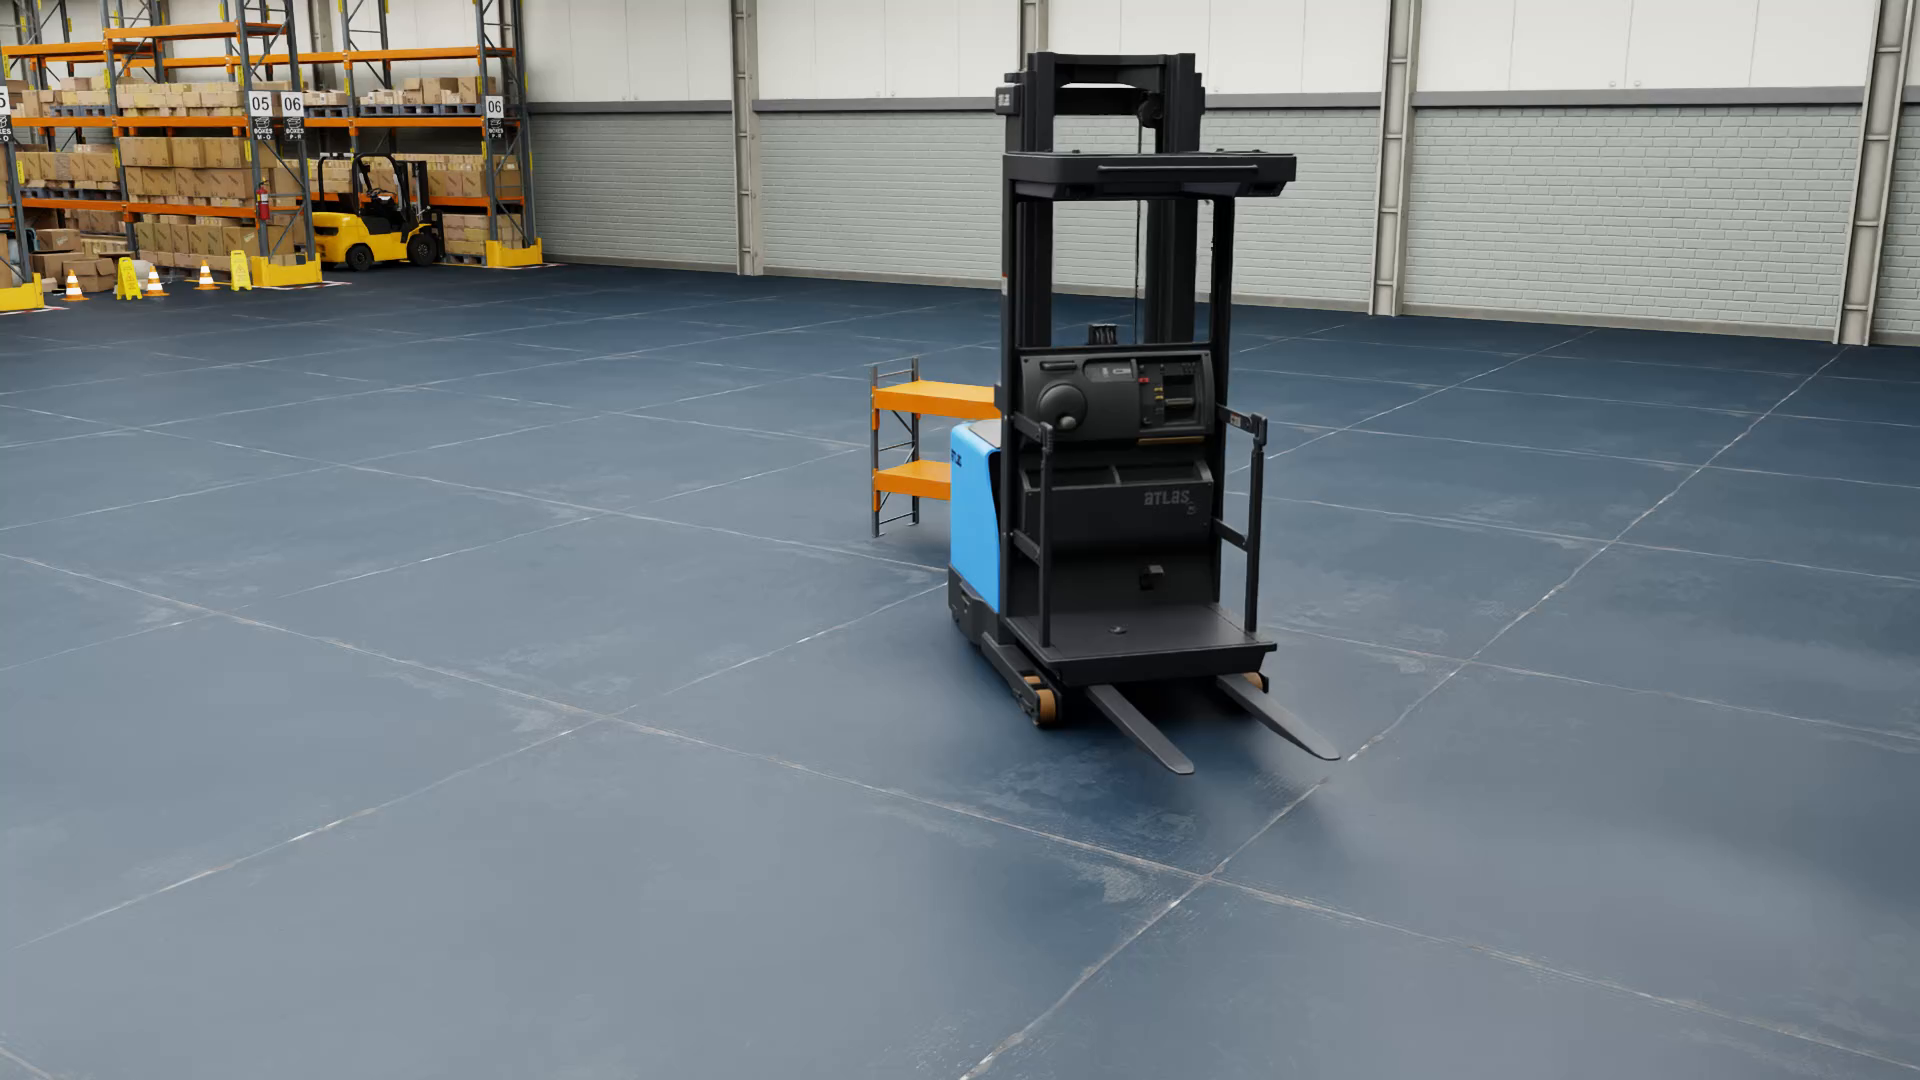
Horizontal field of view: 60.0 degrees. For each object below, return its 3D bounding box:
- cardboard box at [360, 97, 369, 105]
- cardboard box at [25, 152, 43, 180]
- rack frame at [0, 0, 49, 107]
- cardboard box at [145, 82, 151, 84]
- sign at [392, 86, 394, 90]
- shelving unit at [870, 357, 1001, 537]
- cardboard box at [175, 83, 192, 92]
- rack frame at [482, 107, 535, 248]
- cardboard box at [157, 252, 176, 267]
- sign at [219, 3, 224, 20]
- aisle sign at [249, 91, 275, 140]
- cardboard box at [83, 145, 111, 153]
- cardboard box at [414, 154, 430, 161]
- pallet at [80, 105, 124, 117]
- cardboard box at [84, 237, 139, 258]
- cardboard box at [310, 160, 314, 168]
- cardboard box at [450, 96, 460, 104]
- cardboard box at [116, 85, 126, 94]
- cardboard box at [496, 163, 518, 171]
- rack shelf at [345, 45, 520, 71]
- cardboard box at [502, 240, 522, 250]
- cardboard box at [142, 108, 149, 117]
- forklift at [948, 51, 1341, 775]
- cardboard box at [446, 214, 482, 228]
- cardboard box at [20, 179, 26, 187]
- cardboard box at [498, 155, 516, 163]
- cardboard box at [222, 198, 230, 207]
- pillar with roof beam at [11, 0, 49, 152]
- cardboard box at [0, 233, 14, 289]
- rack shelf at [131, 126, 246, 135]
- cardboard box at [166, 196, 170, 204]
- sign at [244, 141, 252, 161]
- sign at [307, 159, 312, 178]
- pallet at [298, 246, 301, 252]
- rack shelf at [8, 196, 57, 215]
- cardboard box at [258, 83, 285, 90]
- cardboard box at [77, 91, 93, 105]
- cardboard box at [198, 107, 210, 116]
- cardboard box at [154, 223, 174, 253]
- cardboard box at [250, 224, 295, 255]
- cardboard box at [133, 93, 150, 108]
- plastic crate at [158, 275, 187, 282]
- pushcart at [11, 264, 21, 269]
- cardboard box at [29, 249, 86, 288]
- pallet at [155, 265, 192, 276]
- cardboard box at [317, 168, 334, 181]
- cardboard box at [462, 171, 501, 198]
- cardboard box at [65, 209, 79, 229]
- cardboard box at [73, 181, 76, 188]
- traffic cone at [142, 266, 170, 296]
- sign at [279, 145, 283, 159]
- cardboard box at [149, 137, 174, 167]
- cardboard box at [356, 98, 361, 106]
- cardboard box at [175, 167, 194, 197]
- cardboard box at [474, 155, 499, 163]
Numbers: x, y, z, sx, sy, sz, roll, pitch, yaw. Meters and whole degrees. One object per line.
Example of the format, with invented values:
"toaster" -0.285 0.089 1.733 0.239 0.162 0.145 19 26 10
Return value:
"cardboard box" -11.852 -8.849 33.526 0.250 0.149 0.380 10 17 34
"cardboard box" -17.461 -7.151 31.768 0.500 0.500 0.500 10 17 36
"rack frame" -18.142 -9.841 31.852 0.127 3.000 1.000 9 17 33
"cardboard box" -18.638 -10.278 37.817 0.258 0.266 0.396 9 17 32
"sign" -11.747 -9.239 34.422 0.005 0.325 0.100 9 17 33
"shelving unit" -0.006 -0.547 10.692 1.048 1.125 0.538 9 17 33
"cardboard box" -13.240 -7.763 28.562 0.250 0.149 0.380 10 17 34
"rack frame" -8.736 -6.847 32.239 0.127 3.000 1.000 9 17 33
"cardboard box" -14.034 -5.060 29.869 0.500 0.250 0.500 10 17 36
"sign" -15.669 -11.214 35.288 0.005 0.325 0.100 9 17 33
"aisle sign" -11.614 -7.052 27.659 0.004 0.787 0.394 9 17 33
"cardboard box" -15.911 -7.211 30.661 0.250 0.149 0.380 9 16 31
"cardboard box" -10.626 -7.602 33.114 0.250 0.149 0.380 9 17 33
"pallet" -15.275 -7.862 30.488 1.003 0.211 1.213 9 17 33
"cardboard box" -15.858 -5.487 31.340 0.625 0.372 0.950 10 17 36
"cardboard box" -13.539 -7.914 34.991 0.250 0.149 0.380 9 17 33
"cardboard box" -9.593 -8.484 32.051 0.250 0.149 0.380 9 16 31
"cardboard box" -14.743 -8.007 29.546 0.250 0.149 0.380 9 16 32
"cardboard box" -8.873 -7.307 32.542 0.250 0.149 0.380 9 16 31
"rack shelf" -10.396 -9.484 32.736 4.000 0.370 1.077 9 17 33
"cardboard box" -9.035 -5.821 32.942 0.500 0.250 0.500 9 17 33
"cardboard box" -14.247 -7.579 29.477 0.250 0.149 0.380 9 17 33
"forklift" 0.789 -0.691 7.514 1.130 2.935 3.031 -3 14 -14
"cardboard box" -9.719 -6.268 32.669 0.500 0.250 0.500 10 17 34
"cardboard box" -17.976 -6.931 32.227 0.250 0.149 0.380 8 16 30
"cardboard box" -8.896 -7.442 32.467 0.250 0.149 0.380 9 16 32
"cardboard box" -12.406 -5.793 28.503 0.250 0.149 0.380 9 16 32
"pillar with roof beam" -26.149 -11.587 38.905 0.400 9.000 9.100 9 17 33
"cardboard box" -14.782 -4.106 24.716 0.875 0.875 0.875 9 17 33
"rack shelf" -17.034 -9.295 37.382 4.000 0.370 1.077 9 17 33
"cardboard box" -13.840 -6.042 29.511 0.250 0.149 0.380 9 17 33
"sign" -11.830 -6.464 27.626 0.005 0.325 0.100 9 17 33
"sign" -11.201 -6.385 28.572 0.005 0.325 0.100 9 17 33
"pallet" -14.713 -6.448 36.431 1.213 0.211 1.003 9 17 33
"rack shelf" -19.801 -6.848 33.743 4.000 0.370 1.077 9 17 33
"cardboard box" -11.684 -7.666 28.170 0.250 0.149 0.380 9 17 32
"cardboard box" -15.805 -8.098 30.491 0.500 0.250 0.500 9 17 33
"cardboard box" -12.788 -7.323 28.444 0.250 0.149 0.380 9 17 32
"cardboard box" -14.033 -5.424 29.778 0.500 0.500 0.500 10 17 35
"cardboard box" -12.038 -5.256 29.101 0.500 0.500 0.500 9 16 31
"cardboard box" -14.177 -7.740 29.297 0.500 0.250 0.500 9 17 32
"plastic crate" -13.977 -4.602 29.246 0.583 0.080 0.402 3 14 14
"pushcart" -16.053 -4.659 28.857 0.936 0.377 1.648 3 14 14
"cardboard box" -15.154 -4.565 27.935 0.503 0.637 0.797 9 17 33
"pallet" -14.245 -4.956 30.406 1.213 0.211 1.003 9 17 33
"cardboard box" -13.036 -7.635 34.697 0.500 0.250 0.500 9 16 31
"cardboard box" -9.291 -6.909 32.282 0.500 0.500 0.500 9 16 32
"cardboard box" -21.558 -7.884 40.749 0.637 0.503 0.797 8 16 31
"cardboard box" -16.403 -6.684 31.232 0.250 0.149 0.380 9 16 31
"traffic cone" -12.917 -4.159 26.659 0.334 0.463 0.336 9 17 33
"sign" -15.067 -8.593 36.883 0.005 0.325 0.100 9 17 33
"cardboard box" -13.765 -6.823 29.237 0.500 0.500 0.700 9 16 32
"cardboard box" -12.650 -9.123 34.631 0.250 0.149 0.380 9 17 33
"cardboard box" -13.344 -6.275 29.102 0.500 0.500 0.500 9 17 33
"cardboard box" -9.151 -7.360 32.138 0.250 0.149 0.380 9 17 33
